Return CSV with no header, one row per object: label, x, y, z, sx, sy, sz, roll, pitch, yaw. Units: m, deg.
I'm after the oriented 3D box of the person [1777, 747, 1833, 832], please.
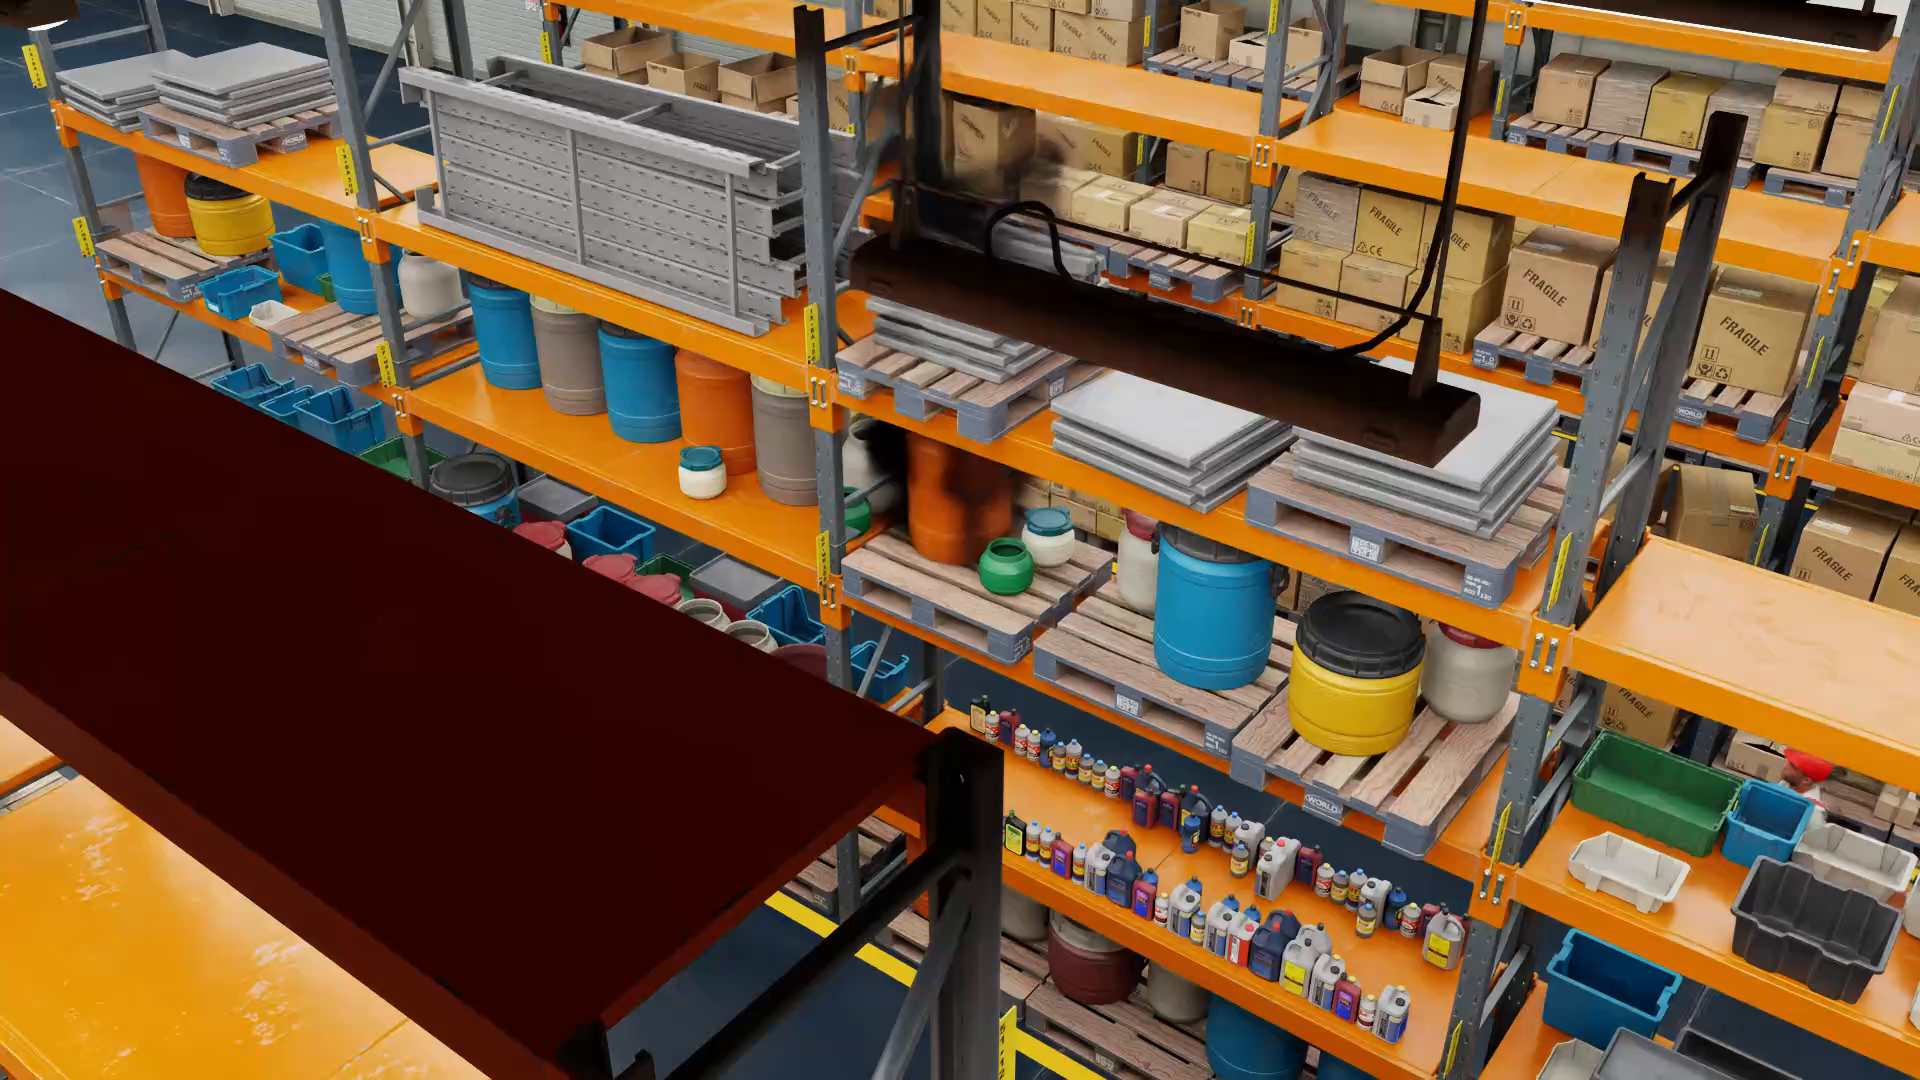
person,5.074,1.985,10.317,0.860,1.763,0.652,11,33,17
